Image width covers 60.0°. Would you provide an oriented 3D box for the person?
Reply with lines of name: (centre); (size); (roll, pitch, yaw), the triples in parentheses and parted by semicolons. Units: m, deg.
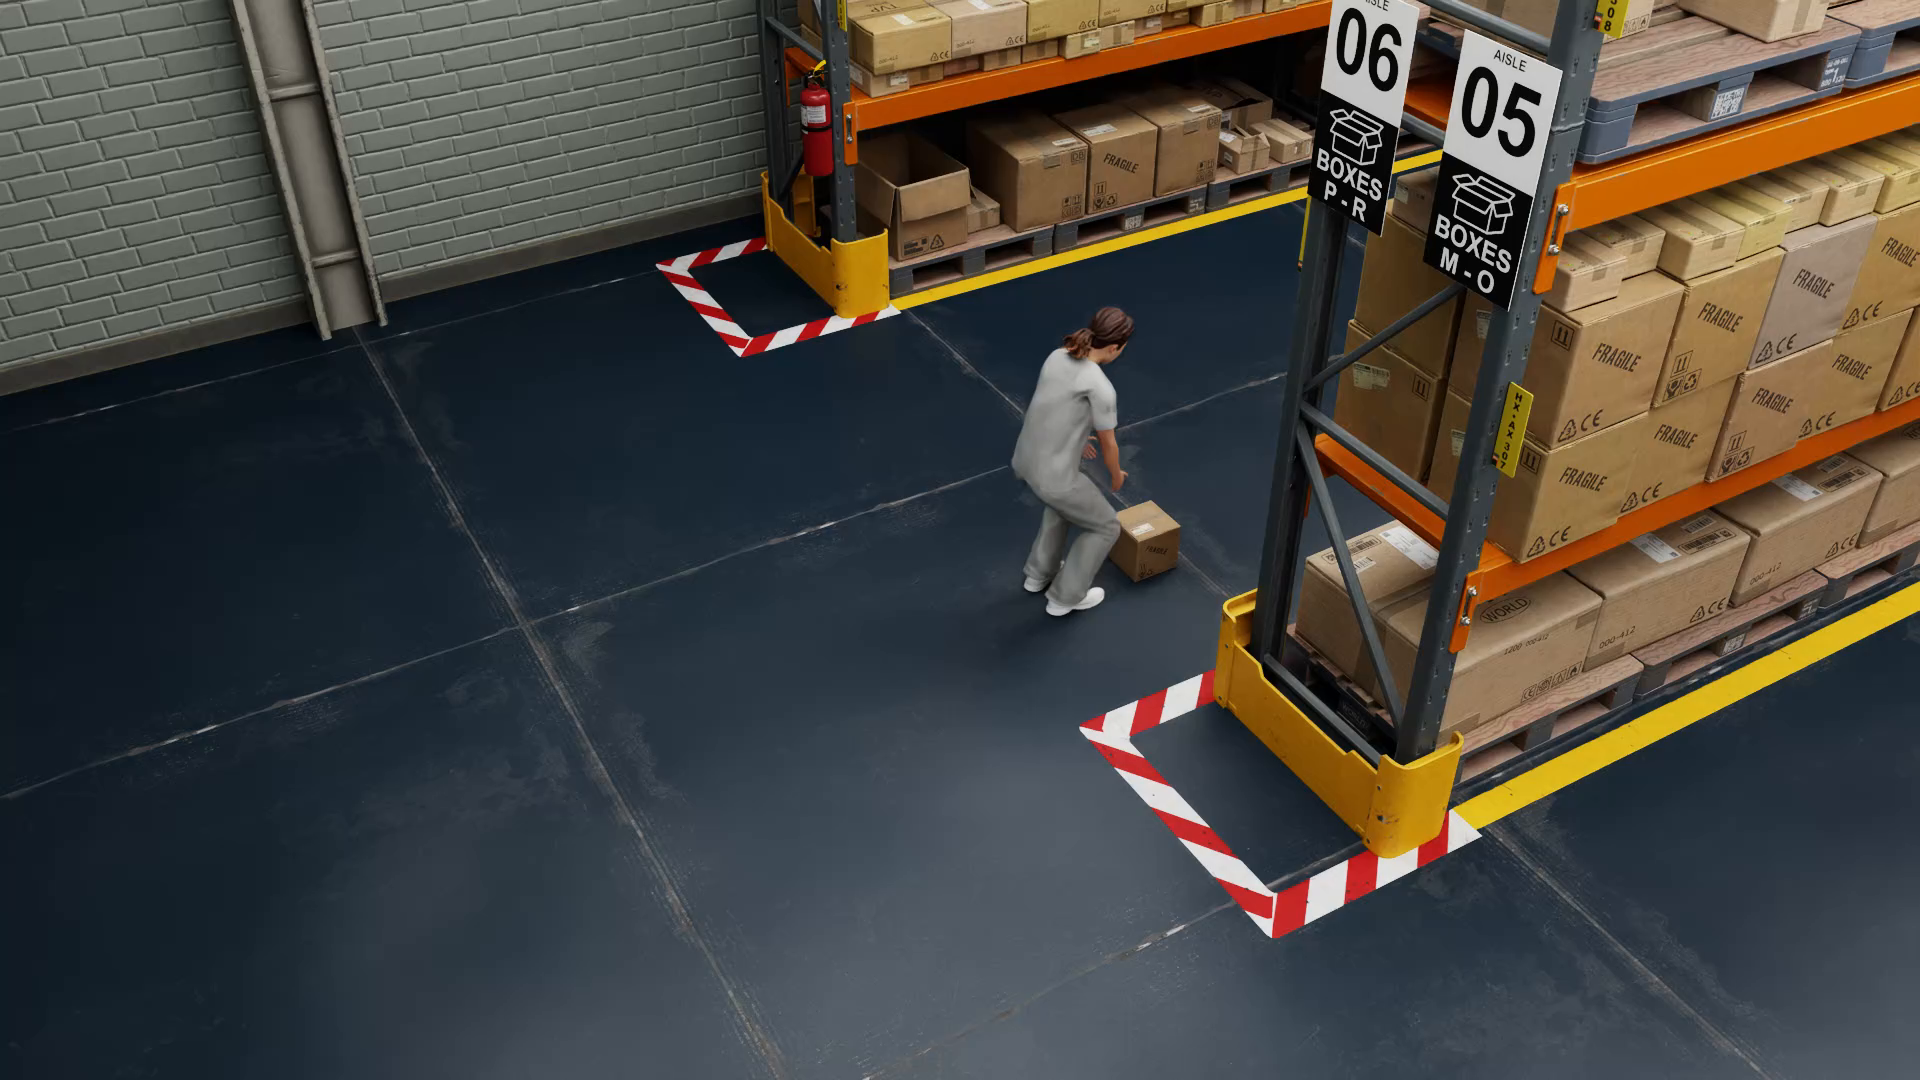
person: (0.505, -0.360, 7.586); (0.575, 1.469, 0.487); (-19, 41, -23)
